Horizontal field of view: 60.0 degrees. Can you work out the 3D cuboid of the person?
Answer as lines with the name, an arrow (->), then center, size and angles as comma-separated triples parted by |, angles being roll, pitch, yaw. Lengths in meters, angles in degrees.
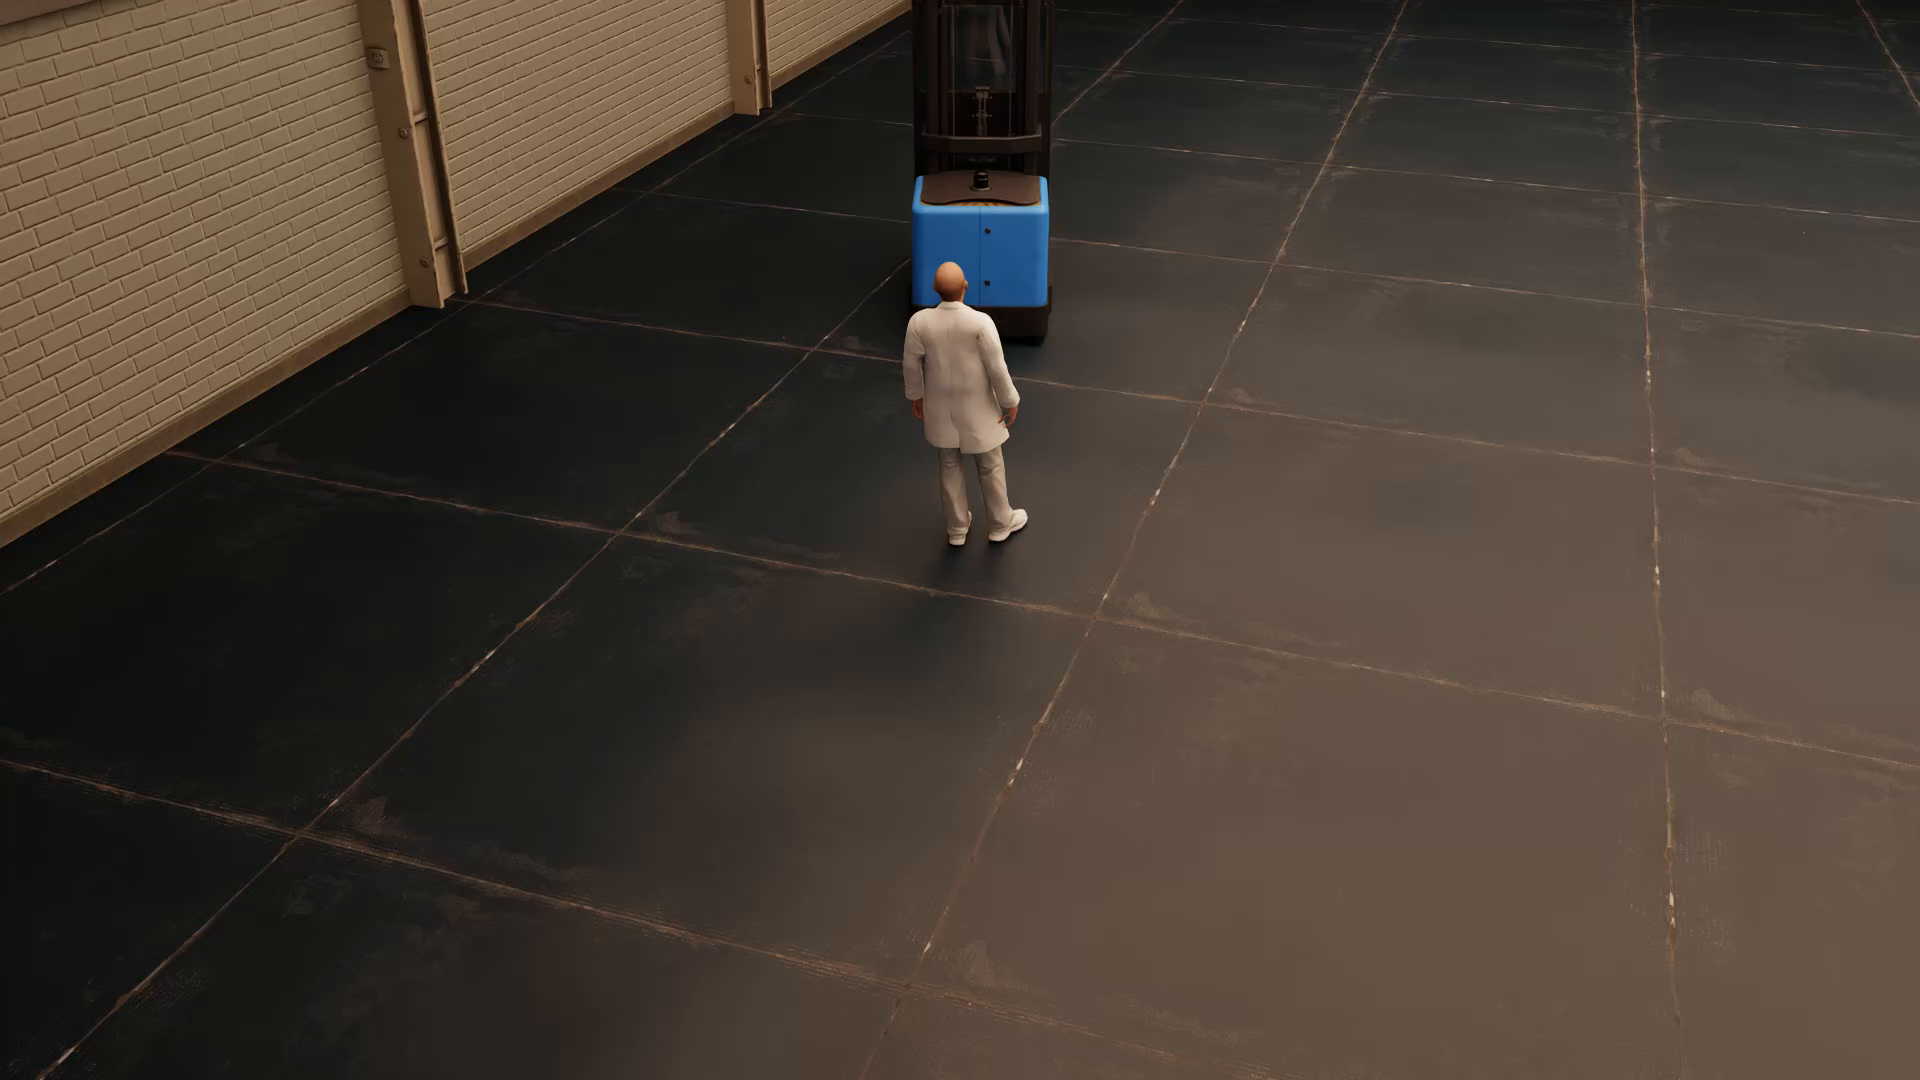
person -> 0.033, -0.821, 9.726 | 0.698, 1.778, 0.578 | 10, 31, 16

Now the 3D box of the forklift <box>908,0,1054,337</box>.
forklift -> 0.181, -3.514, 13.301 | 1.130, 2.935, 3.031 | 1, 30, 1
